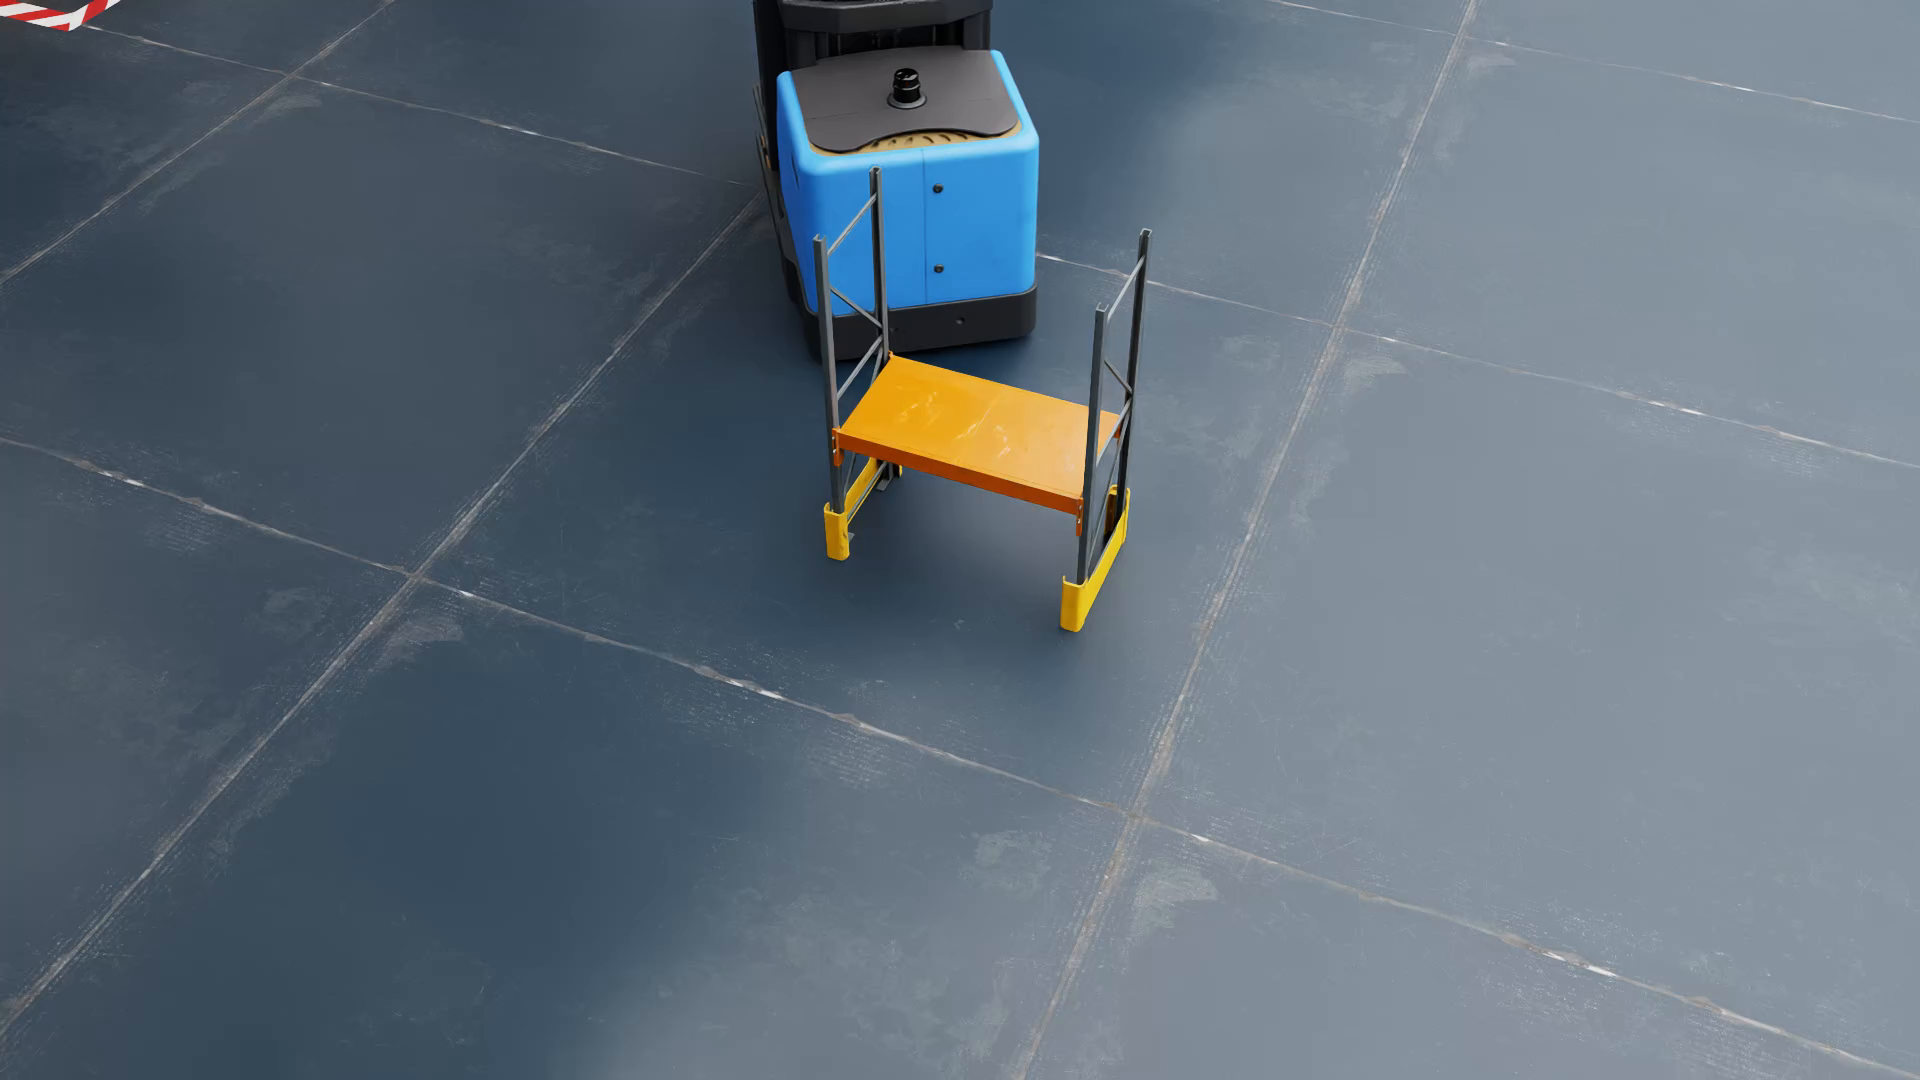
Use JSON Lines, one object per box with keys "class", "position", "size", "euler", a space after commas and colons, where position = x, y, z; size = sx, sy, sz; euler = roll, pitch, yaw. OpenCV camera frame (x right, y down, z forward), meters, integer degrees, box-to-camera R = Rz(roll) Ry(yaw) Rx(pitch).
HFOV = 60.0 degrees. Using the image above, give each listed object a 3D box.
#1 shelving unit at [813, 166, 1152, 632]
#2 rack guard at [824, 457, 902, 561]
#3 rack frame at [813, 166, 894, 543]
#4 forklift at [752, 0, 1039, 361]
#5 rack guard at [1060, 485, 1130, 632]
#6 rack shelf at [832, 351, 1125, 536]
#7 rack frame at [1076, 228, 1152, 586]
{"class": "shelving unit", "position": [0.070, -0.511, 6.200], "size": [1.083, 1.500, 0.587], "euler": [16, 47, 16]}
{"class": "rack guard", "position": [-0.389, -0.203, 6.777], "size": [0.087, 0.250, 0.587], "euler": [16, 47, 16]}
{"class": "rack frame", "position": [-0.390, -0.647, 6.336], "size": [0.032, 1.500, 0.500], "euler": [16, 47, 16]}
{"class": "forklift", "position": [-0.450, -2.897, 7.584], "size": [1.130, 2.935, 3.031], "euler": [-8, 45, -8]}
{"class": "rack guard", "position": [0.530, 0.067, 6.505], "size": [0.087, 0.250, 0.587], "euler": [16, 47, 16]}
{"class": "rack shelf", "position": [0.079, -0.381, 6.325], "size": [1.000, 0.185, 0.538], "euler": [16, 47, 16]}
{"class": "rack frame", "position": [0.548, -0.370, 6.059], "size": [0.032, 1.500, 0.500], "euler": [16, 47, 16]}
